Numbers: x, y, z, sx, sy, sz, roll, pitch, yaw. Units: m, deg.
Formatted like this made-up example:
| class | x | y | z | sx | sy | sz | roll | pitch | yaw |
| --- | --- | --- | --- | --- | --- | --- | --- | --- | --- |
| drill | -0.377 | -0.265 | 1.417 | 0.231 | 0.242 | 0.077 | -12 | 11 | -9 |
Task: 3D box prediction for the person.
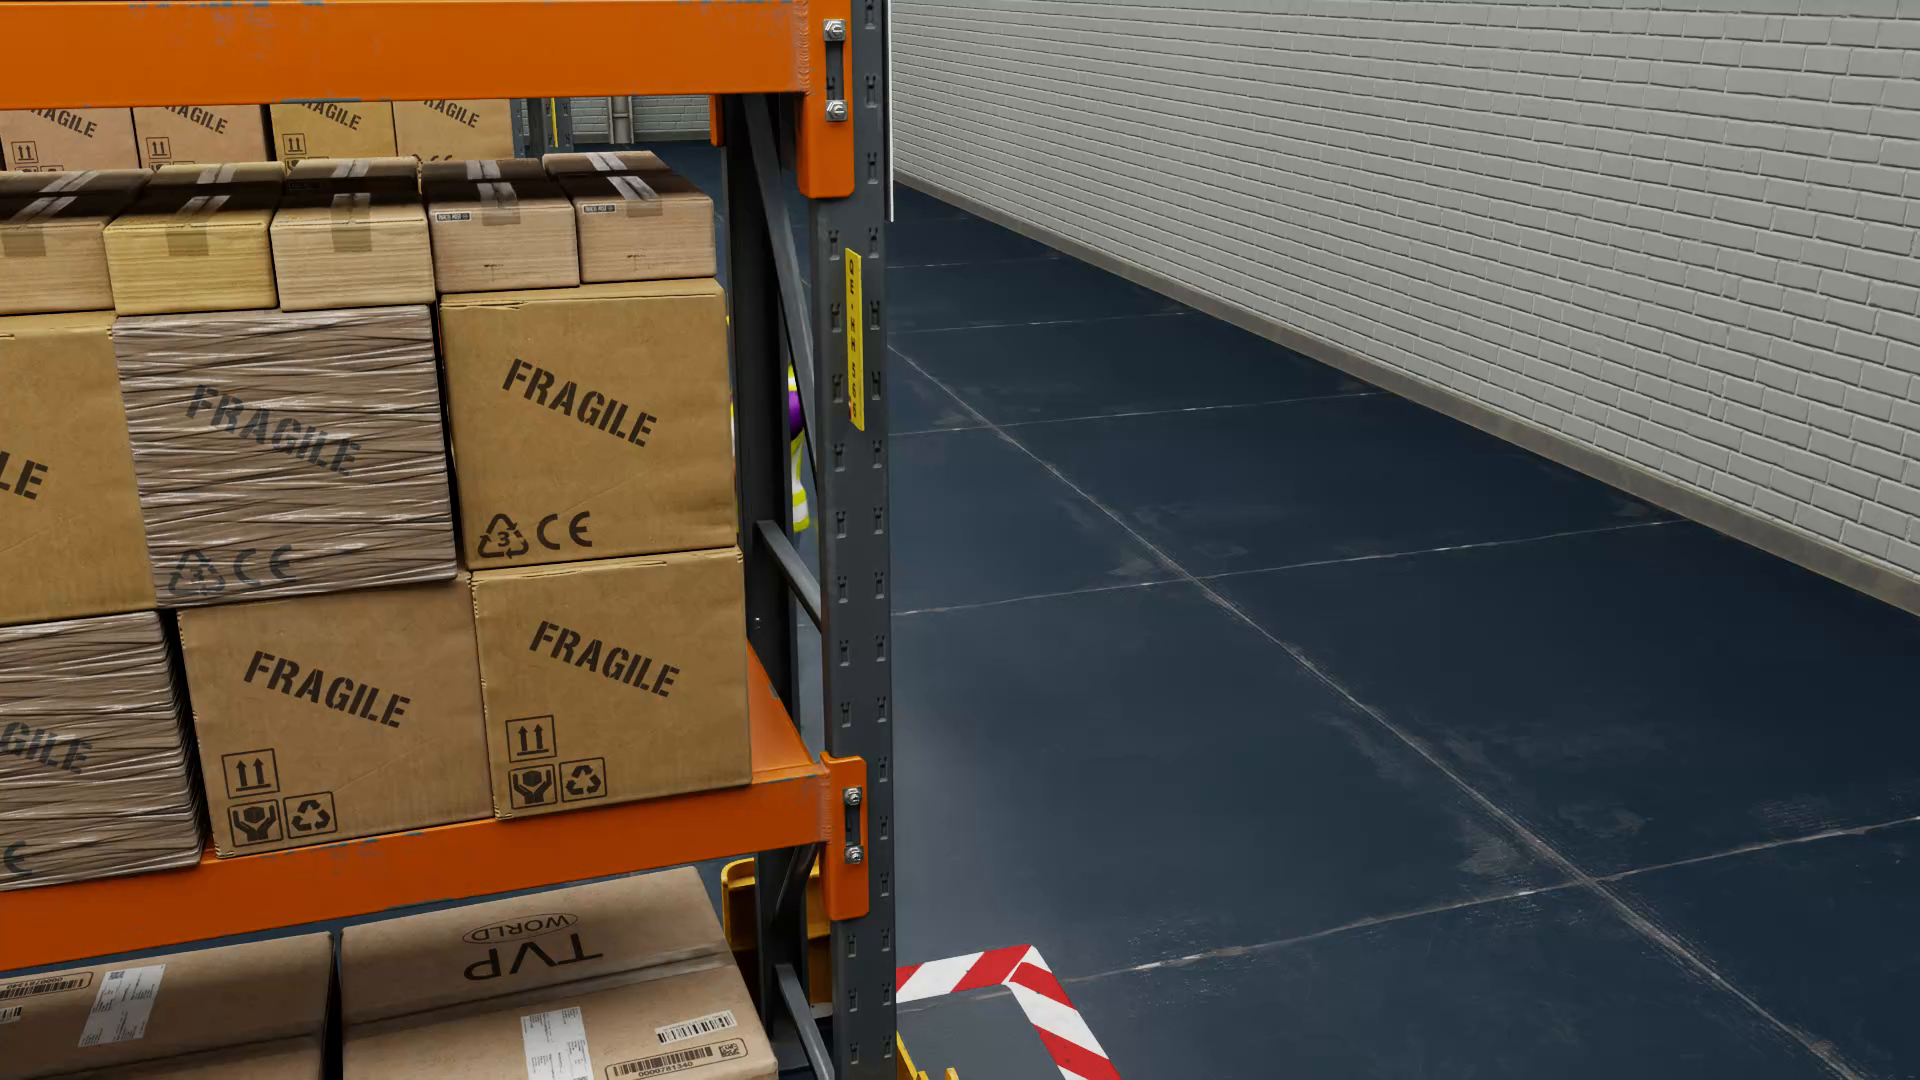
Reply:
| class | x | y | z | sx | sy | sz | roll | pitch | yaw |
| --- | --- | --- | --- | --- | --- | --- | --- | --- | --- |
| person | -0.828 | -0.043 | 6.164 | 0.577 | 1.760 | 0.503 | -6 | 20 | -16 |
